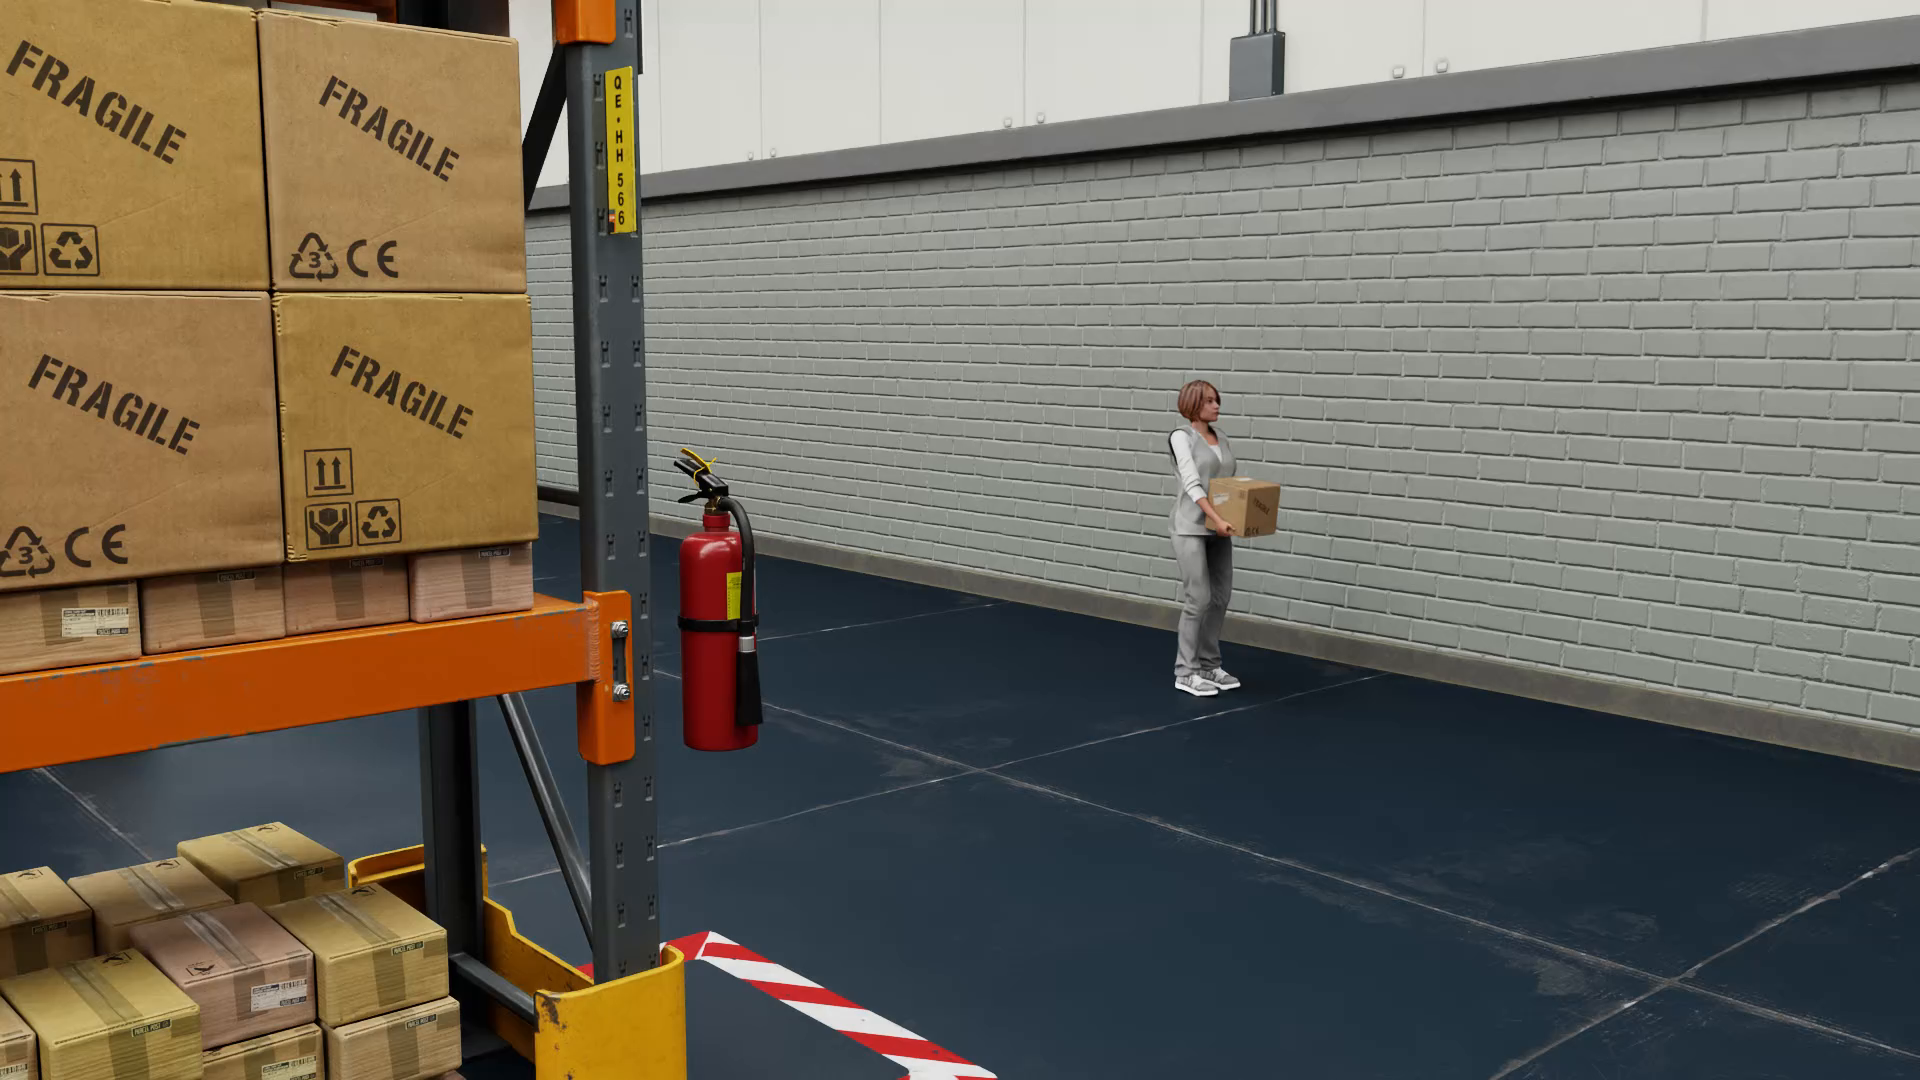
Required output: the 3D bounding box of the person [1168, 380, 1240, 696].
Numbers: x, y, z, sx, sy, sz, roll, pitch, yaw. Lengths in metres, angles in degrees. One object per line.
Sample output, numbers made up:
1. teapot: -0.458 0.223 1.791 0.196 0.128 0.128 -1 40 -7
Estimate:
1. person: 1.295 -0.011 8.437 0.405 1.590 0.497 -6 10 -40
